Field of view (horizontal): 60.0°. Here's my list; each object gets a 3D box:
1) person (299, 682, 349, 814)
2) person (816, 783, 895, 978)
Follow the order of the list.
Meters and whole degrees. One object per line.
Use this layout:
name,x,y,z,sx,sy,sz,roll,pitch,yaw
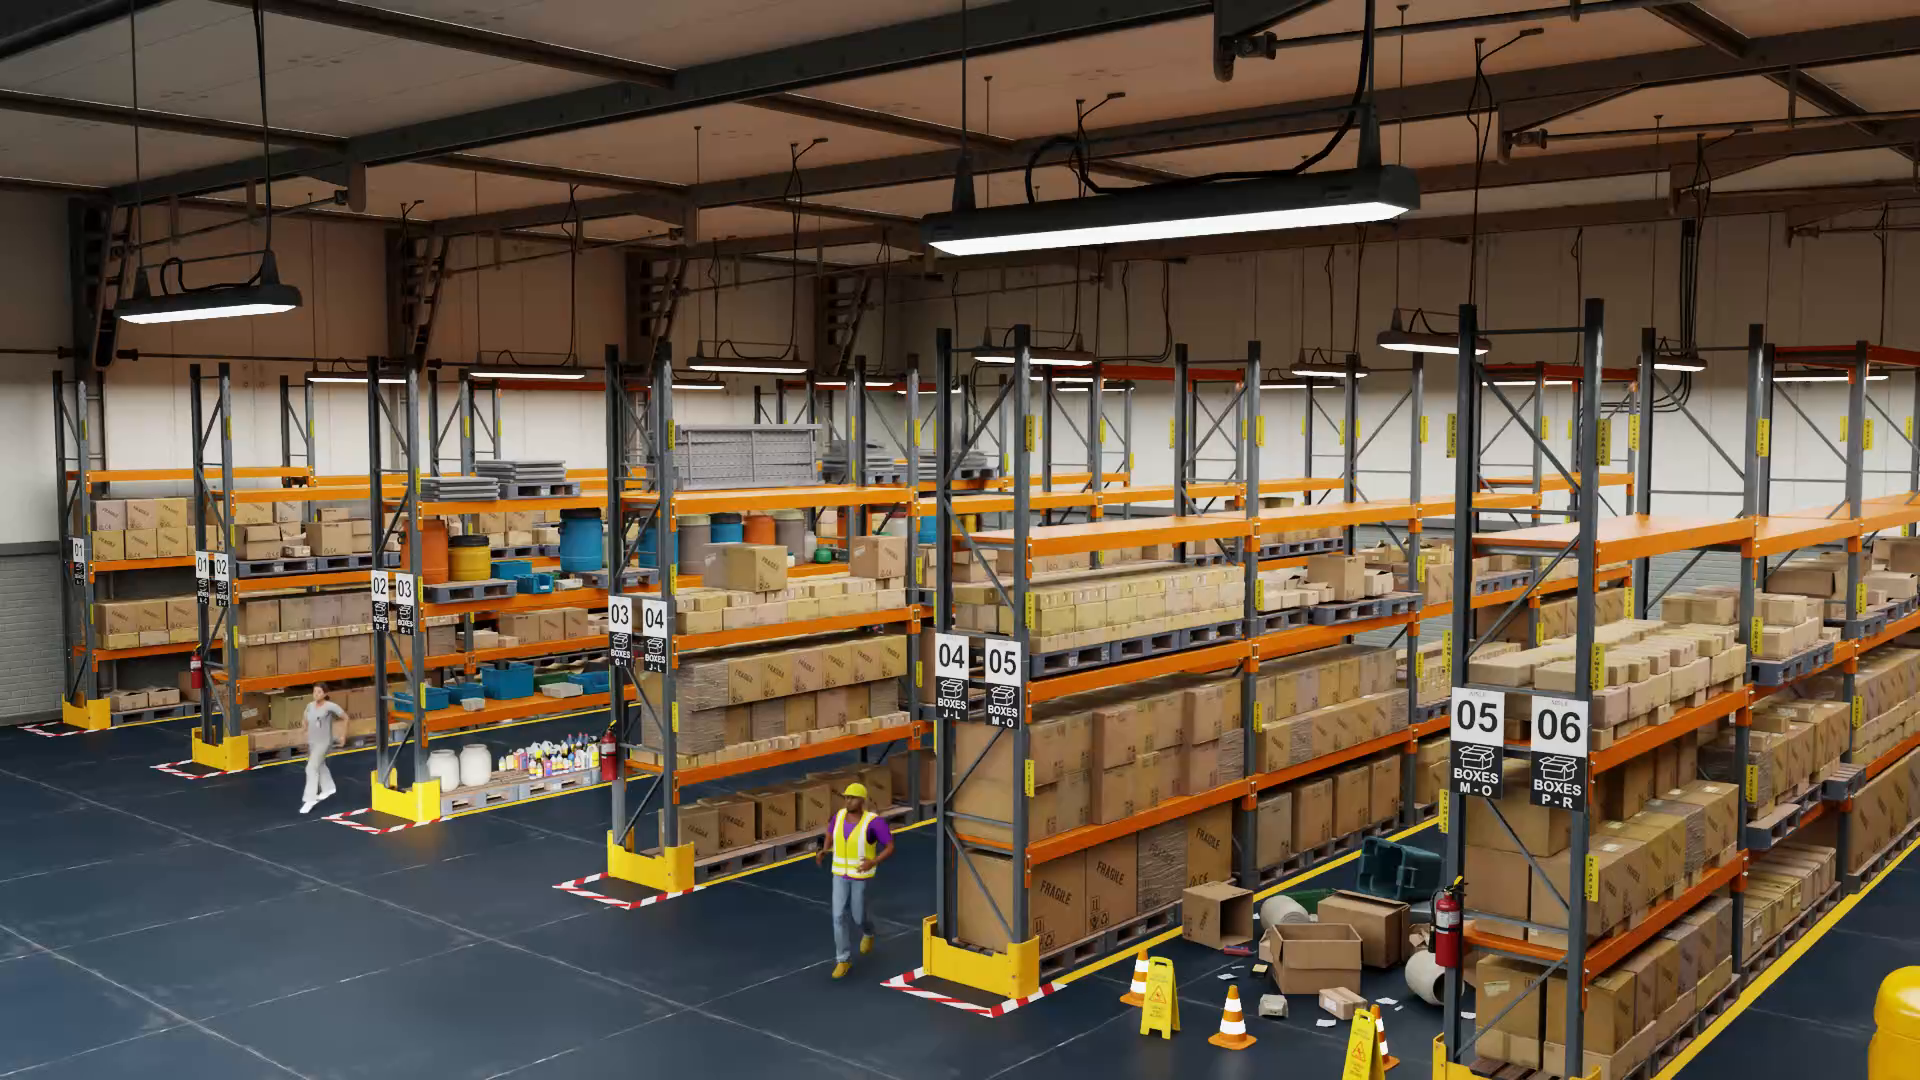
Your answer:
person,-8.476,2.738,22.144,0.610,1.712,0.779,2,4,22
person,-0.983,3.172,15.700,0.754,1.779,0.801,2,5,25
